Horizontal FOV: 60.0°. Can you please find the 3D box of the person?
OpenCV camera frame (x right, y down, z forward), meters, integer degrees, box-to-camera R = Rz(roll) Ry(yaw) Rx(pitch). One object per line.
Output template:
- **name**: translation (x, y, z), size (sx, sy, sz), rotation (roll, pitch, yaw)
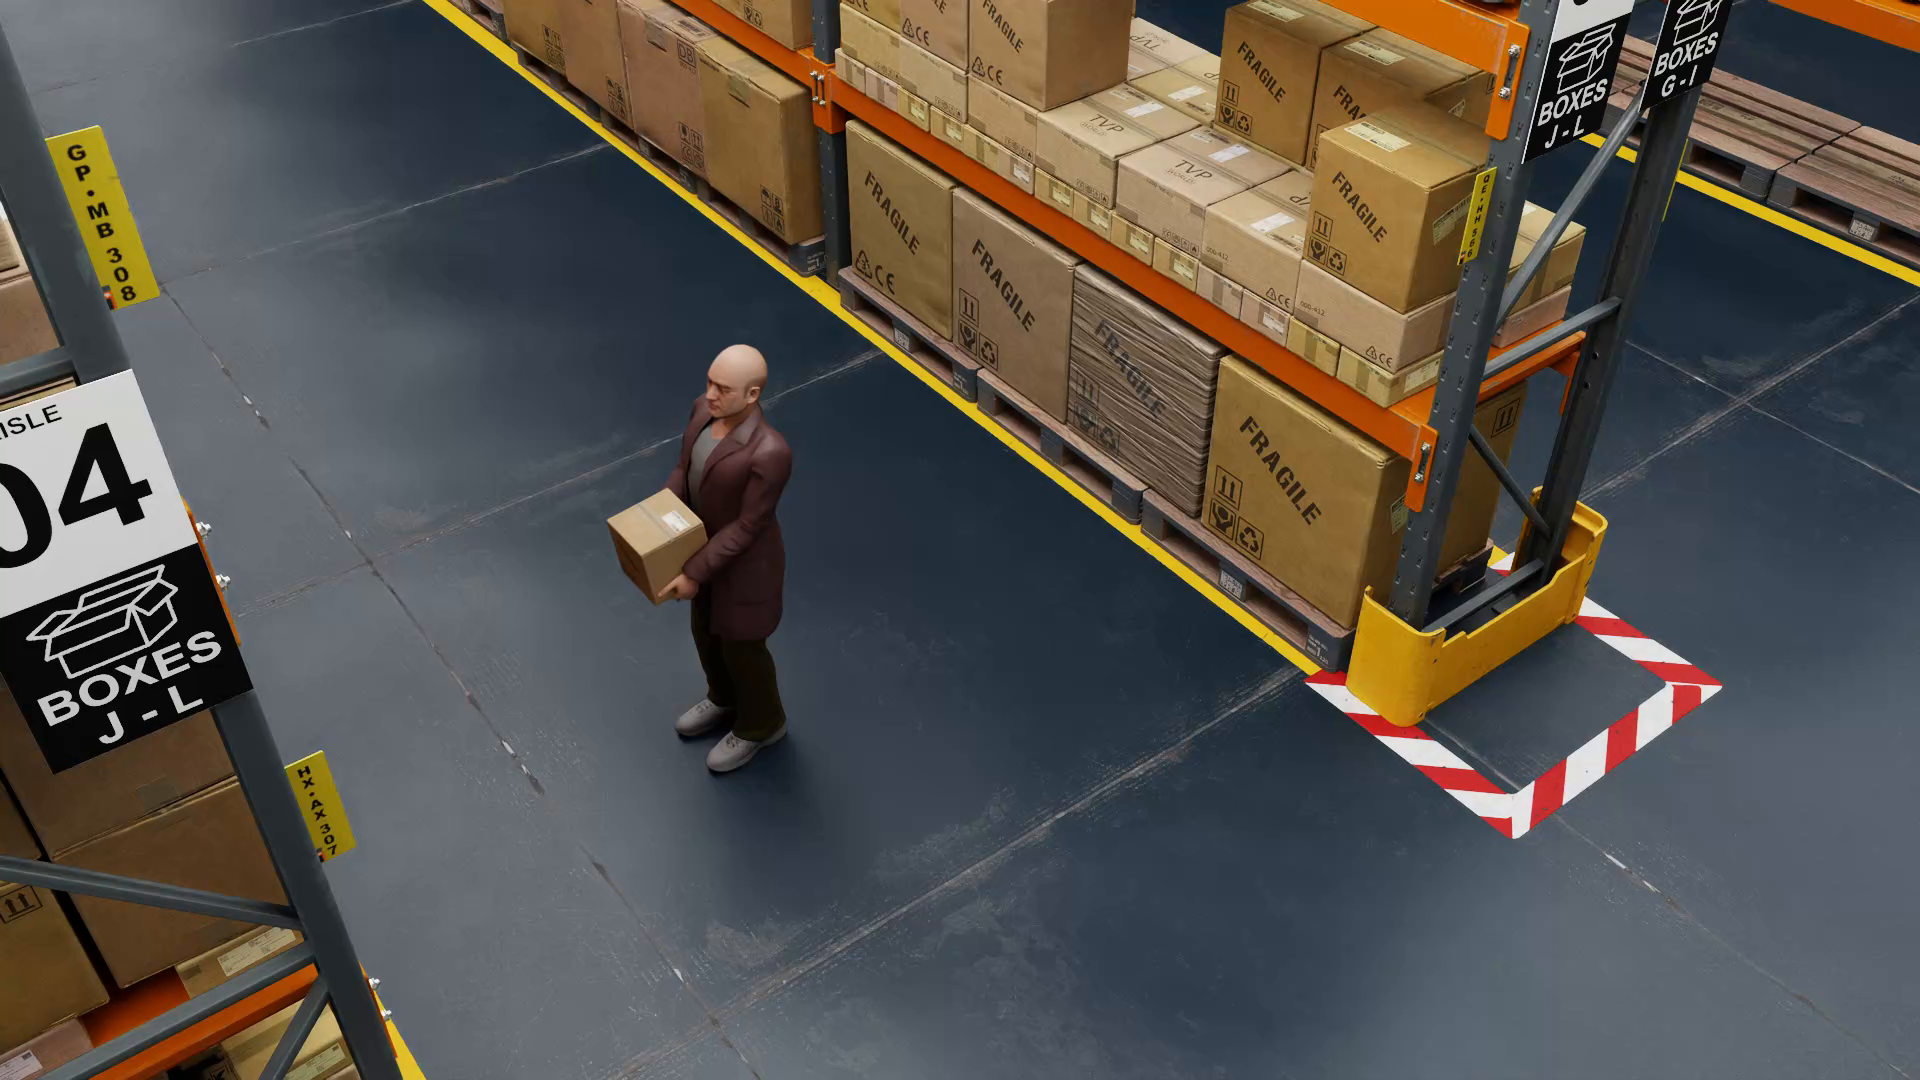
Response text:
- **person**: translation (-0.899, 0.102, 6.049), size (0.563, 1.769, 0.527), rotation (-26, 46, -28)
